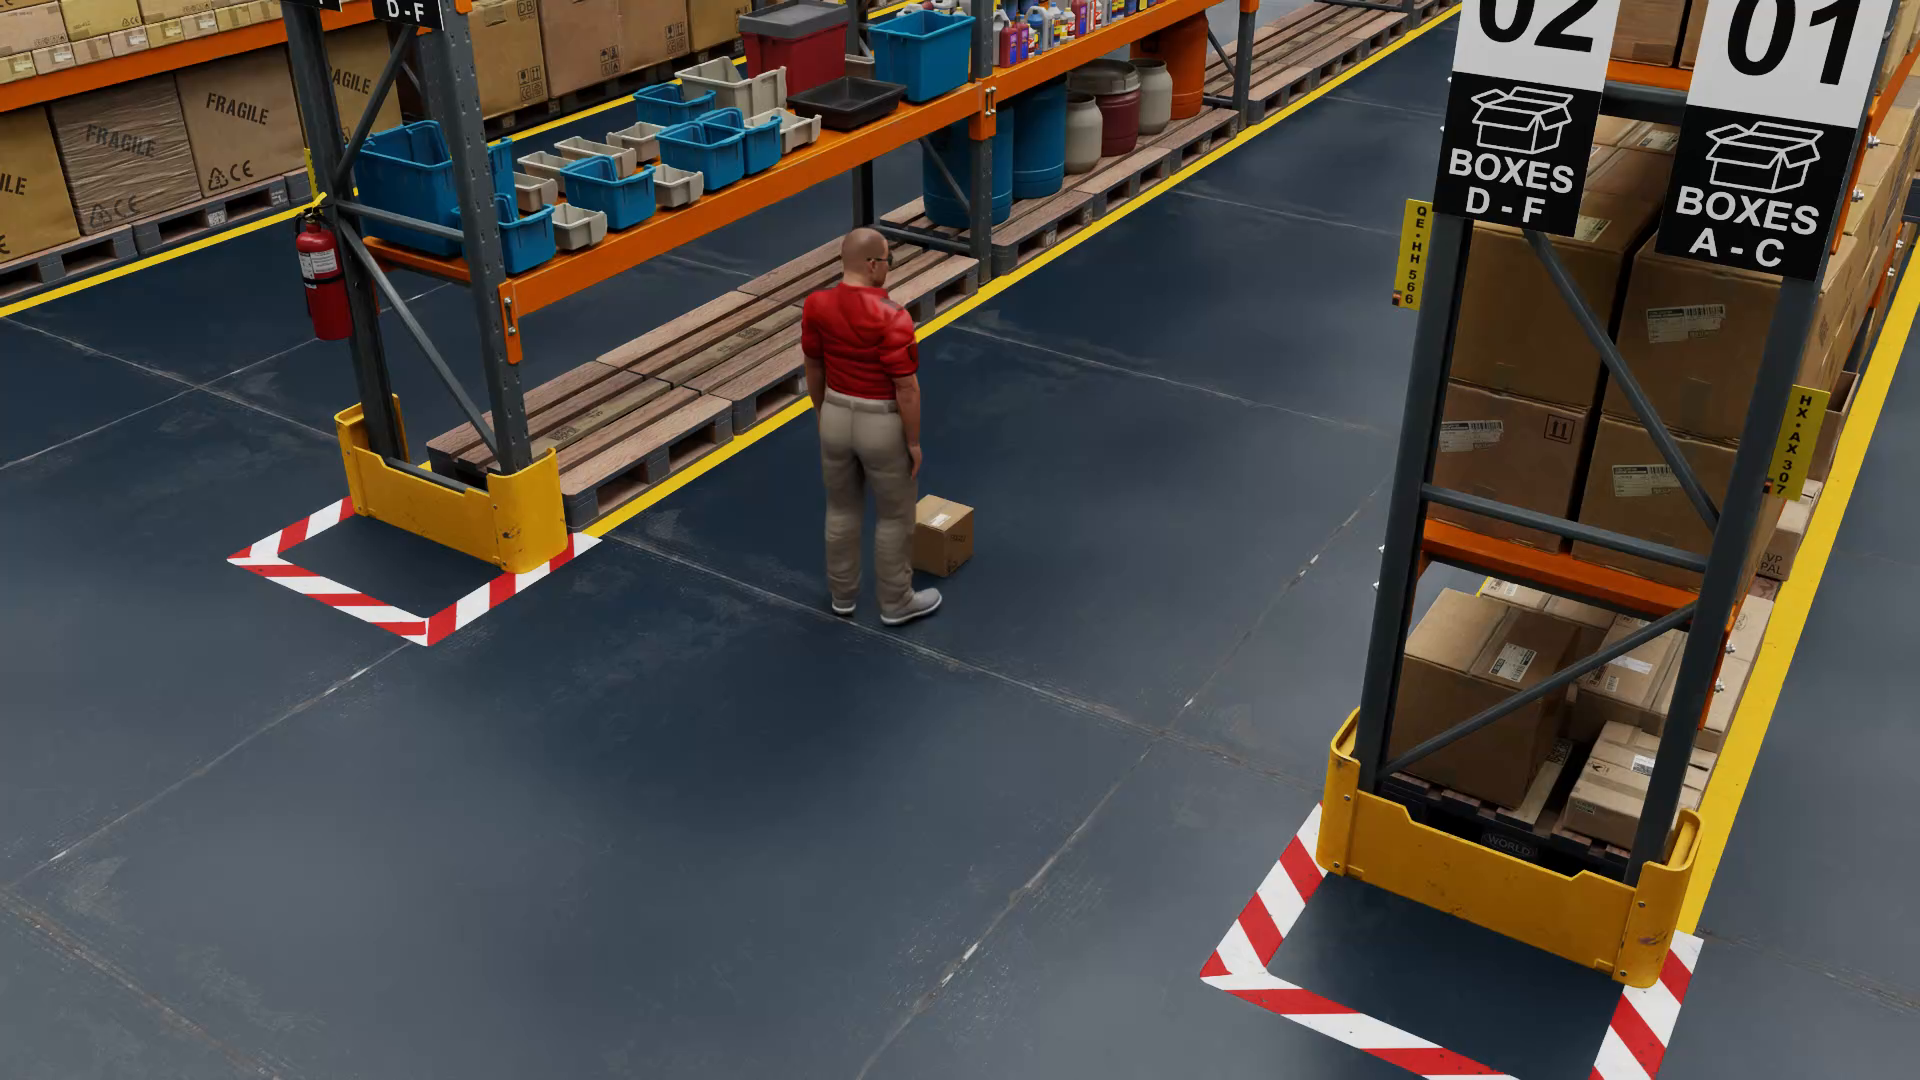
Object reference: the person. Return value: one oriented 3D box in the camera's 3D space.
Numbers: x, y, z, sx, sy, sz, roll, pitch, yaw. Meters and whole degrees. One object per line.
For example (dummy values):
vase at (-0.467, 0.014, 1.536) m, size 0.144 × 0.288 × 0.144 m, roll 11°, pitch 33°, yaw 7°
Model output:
person at (-0.381, -0.463, 6.907) m, size 0.559 × 1.731 × 0.364 m, roll 14°, pitch 33°, yaw 22°
